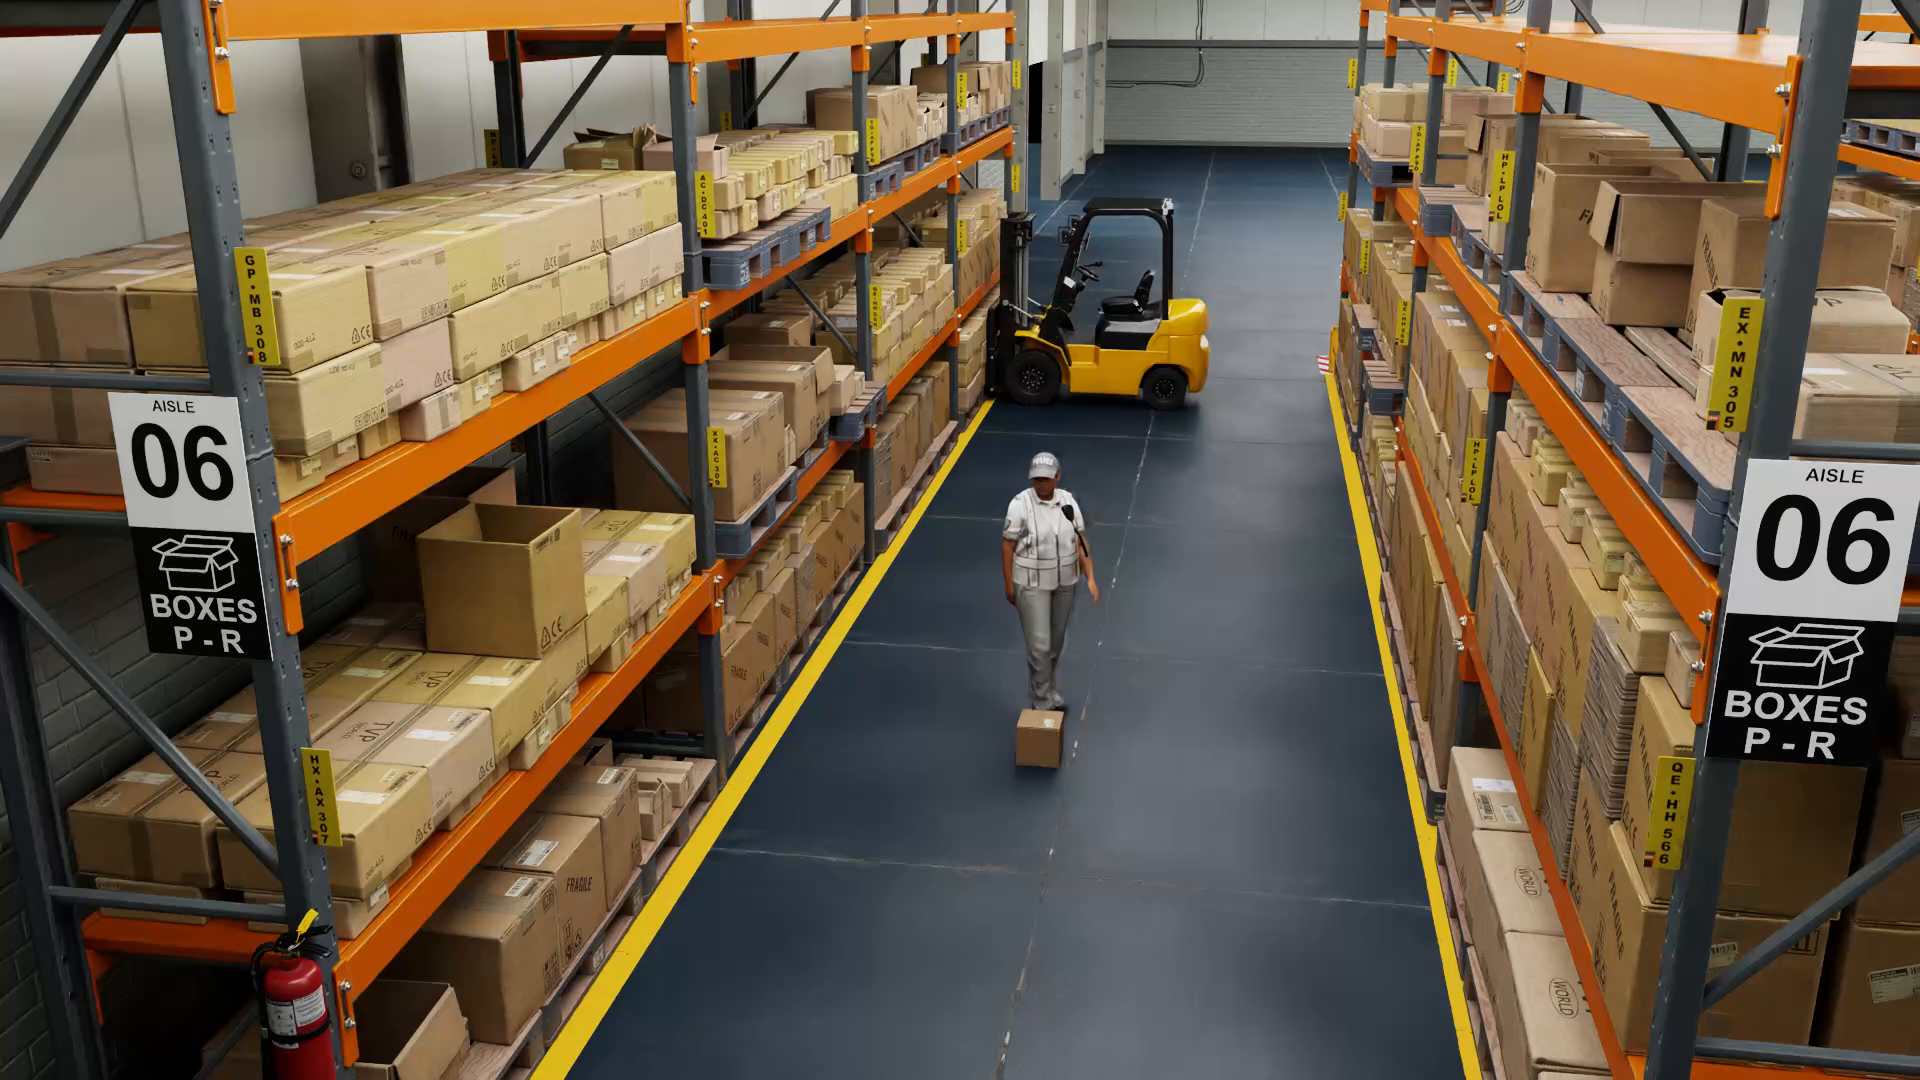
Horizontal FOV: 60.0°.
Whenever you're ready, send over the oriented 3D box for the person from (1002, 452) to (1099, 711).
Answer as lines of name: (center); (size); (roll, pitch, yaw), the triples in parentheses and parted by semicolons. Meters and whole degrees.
person: (0.558, 0.324, 10.128); (0.498, 1.731, 0.594); (-9, 20, -25)
